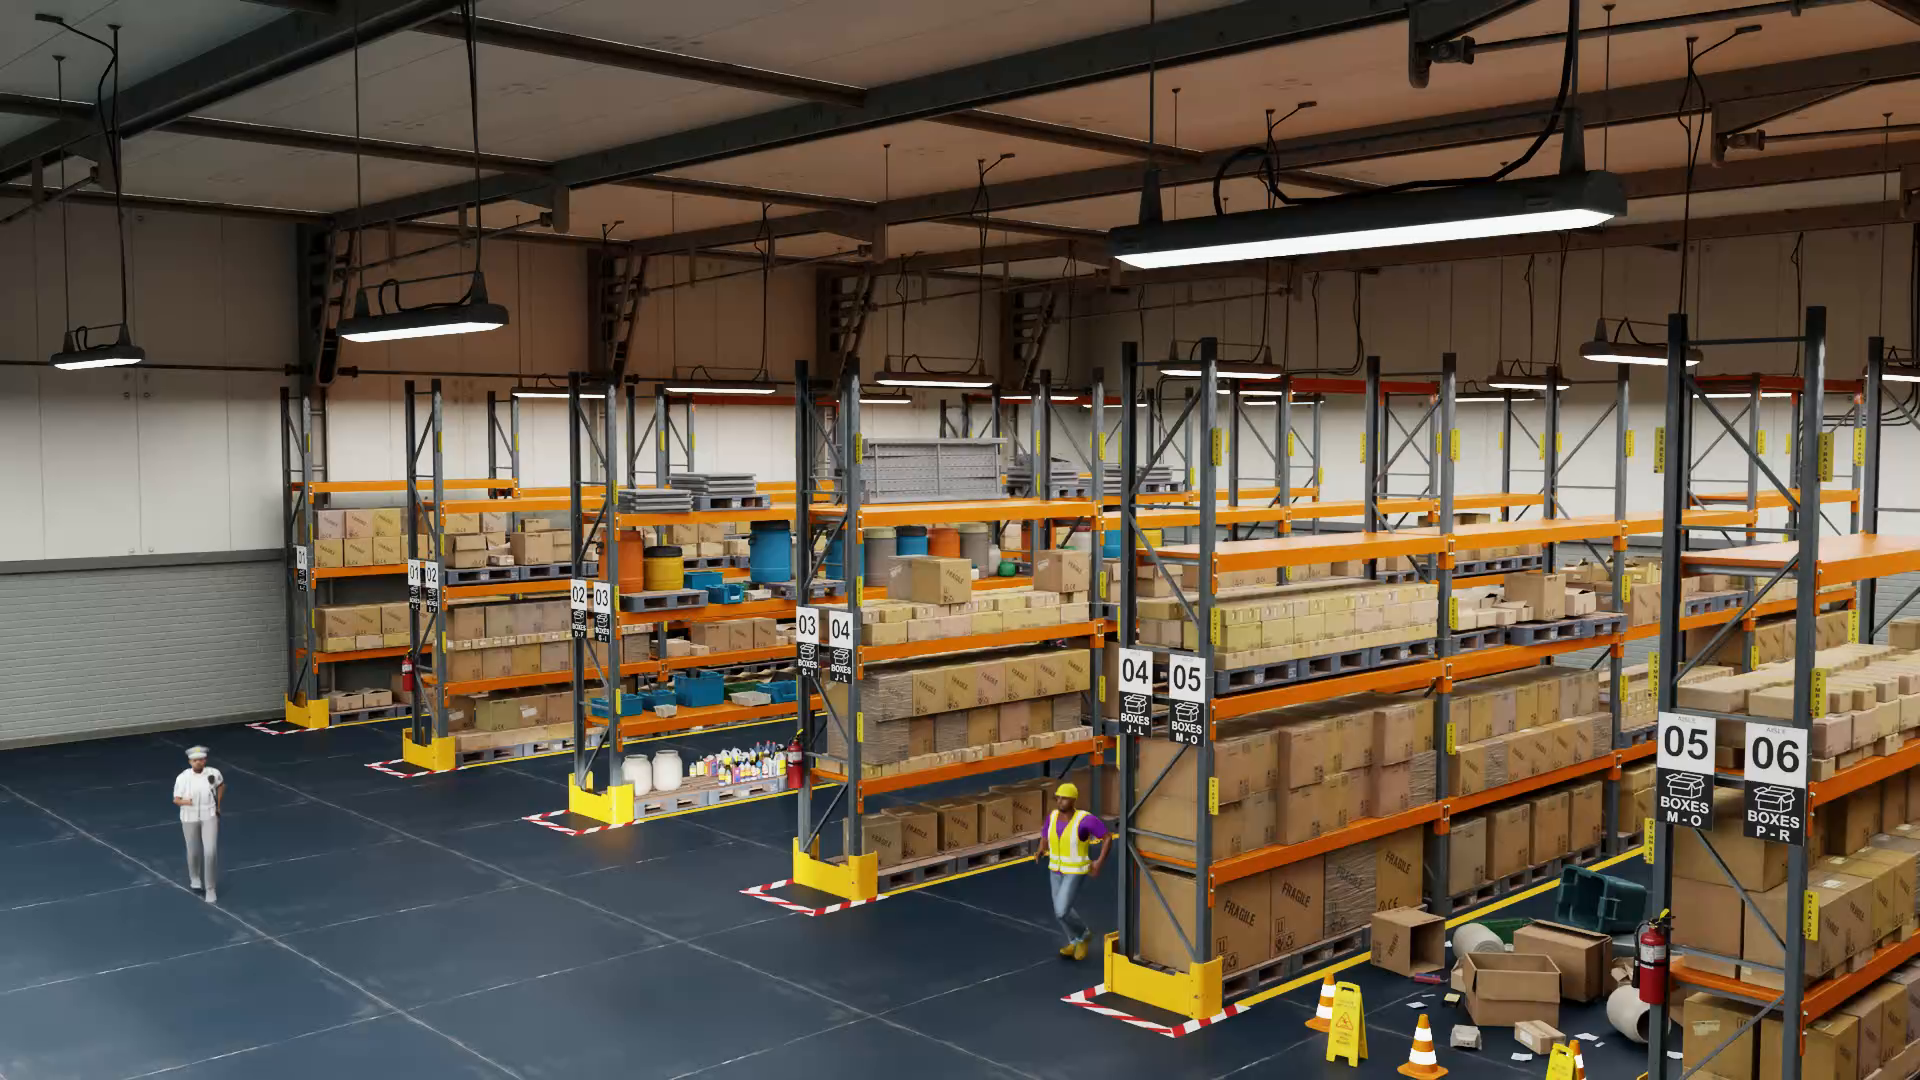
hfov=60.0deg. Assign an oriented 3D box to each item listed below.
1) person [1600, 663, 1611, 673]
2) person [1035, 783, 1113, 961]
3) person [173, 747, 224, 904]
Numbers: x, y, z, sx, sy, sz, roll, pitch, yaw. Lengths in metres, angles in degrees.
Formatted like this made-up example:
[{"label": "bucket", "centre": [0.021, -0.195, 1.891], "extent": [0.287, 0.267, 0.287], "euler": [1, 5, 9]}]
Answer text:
[{"label": "person", "centre": [9.871, 2.710, 25.226], "extent": [0.863, 1.712, 0.602], "euler": [-2, 4, -34]}, {"label": "person", "centre": [1.048, 3.251, 16.252], "extent": [0.723, 1.743, 0.639], "euler": [3, 5, 43]}, {"label": "person", "centre": [-8.465, 3.140, 18.512], "extent": [0.519, 1.741, 0.828], "euler": [-2, 4, -23]}]
